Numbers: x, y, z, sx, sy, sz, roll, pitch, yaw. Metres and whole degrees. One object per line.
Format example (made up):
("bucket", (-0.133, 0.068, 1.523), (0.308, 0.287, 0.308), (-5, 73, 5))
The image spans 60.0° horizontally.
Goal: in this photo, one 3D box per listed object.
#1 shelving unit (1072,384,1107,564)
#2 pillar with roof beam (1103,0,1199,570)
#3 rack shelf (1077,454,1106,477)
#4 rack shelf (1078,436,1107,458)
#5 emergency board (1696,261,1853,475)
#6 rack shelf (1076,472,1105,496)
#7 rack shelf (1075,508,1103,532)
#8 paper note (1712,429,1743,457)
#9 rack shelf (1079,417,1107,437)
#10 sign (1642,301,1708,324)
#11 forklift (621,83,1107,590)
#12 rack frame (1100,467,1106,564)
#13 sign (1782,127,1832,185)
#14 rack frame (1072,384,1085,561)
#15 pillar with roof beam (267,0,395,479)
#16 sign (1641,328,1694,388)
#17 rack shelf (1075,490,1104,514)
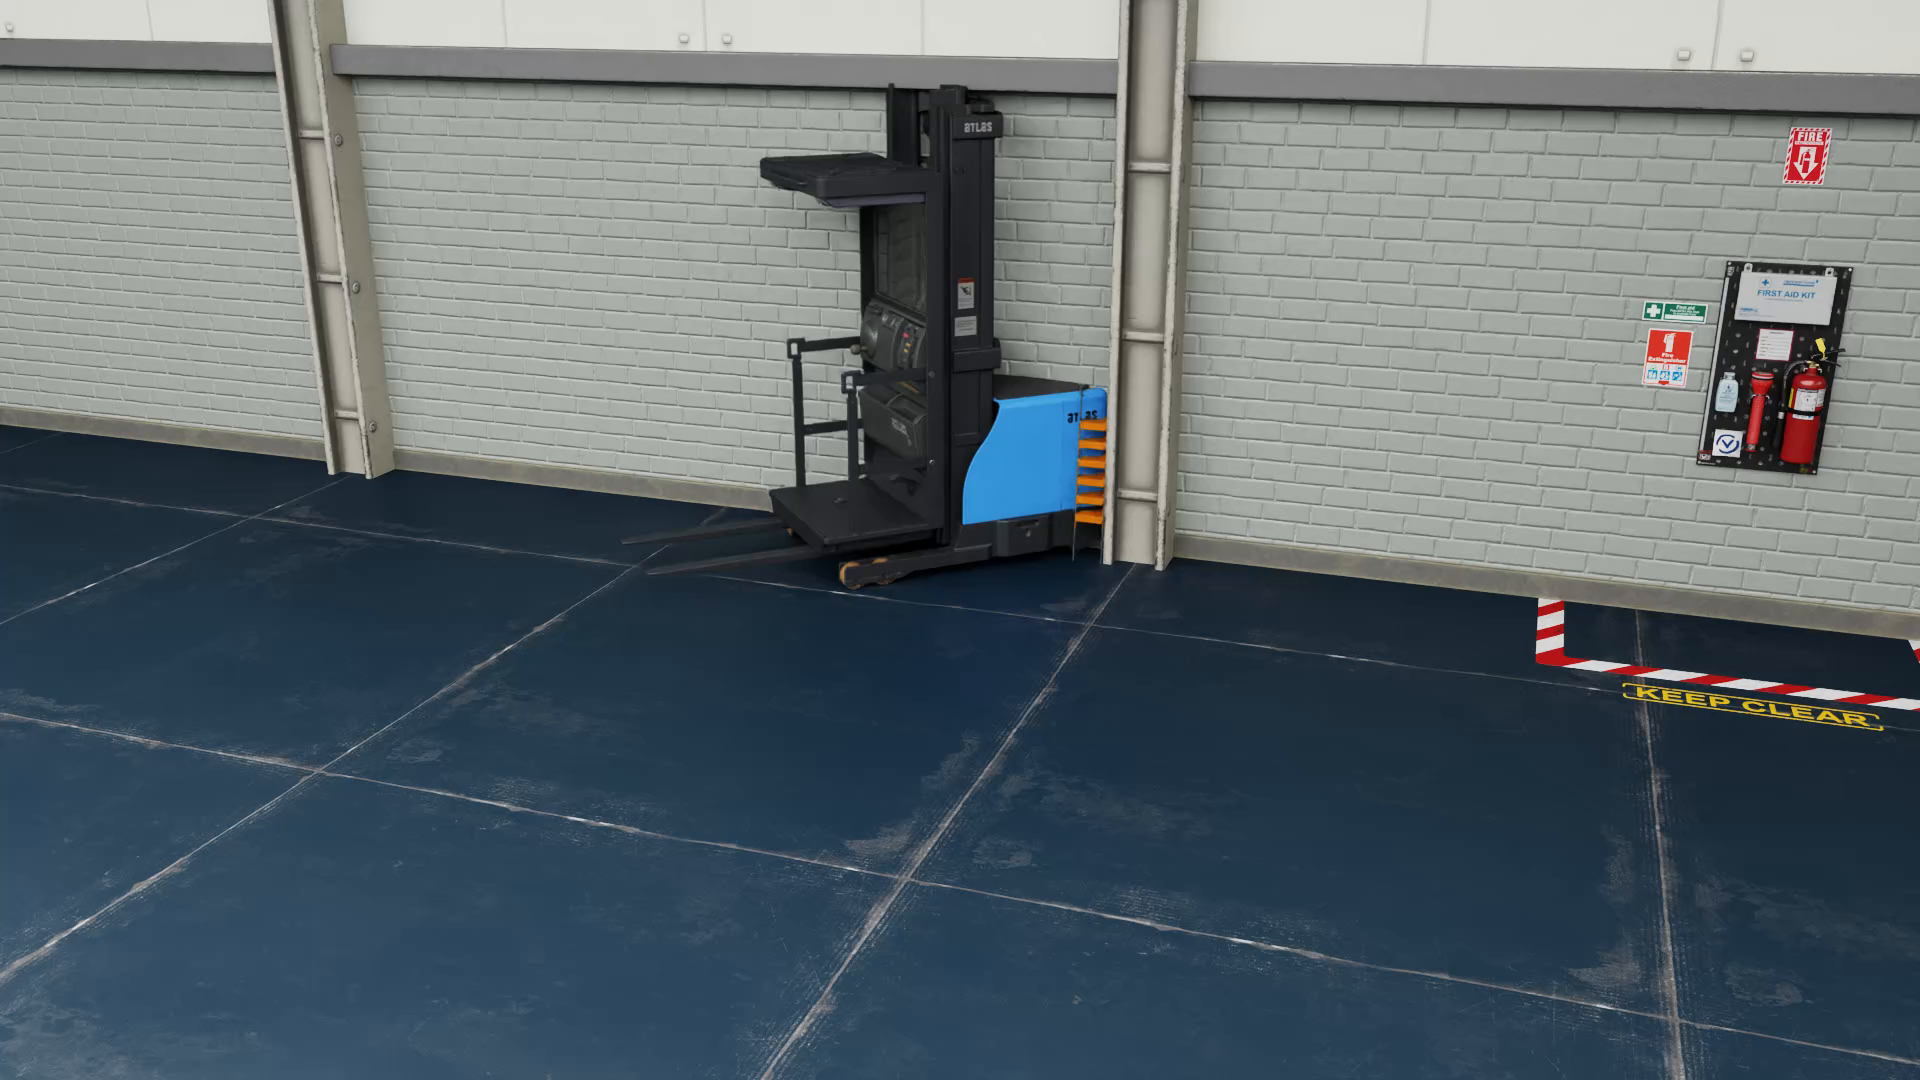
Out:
("shelving unit", (0.869, -0.413, 10.635), (0.189, 1.200, 0.258), (7, 16, 18))
("pillar with roof beam", (-0.262, -2.786, 5.399), (0.400, 9.000, 9.100), (7, 20, 18))
("rack shelf", (0.871, -0.486, 10.615), (0.180, 0.103, 0.258), (7, 16, 18))
("rack shelf", (0.875, -0.602, 10.584), (0.180, 0.103, 0.258), (7, 16, 18))
("emergency board", (4.497, -0.923, 9.166), (0.643, 1.169, 0.194), (7, 20, 18))
("rack shelf", (0.867, -0.370, 10.646), (0.180, 0.103, 0.258), (7, 16, 18))
("rack shelf", (0.860, -0.139, 10.708), (0.180, 0.103, 0.258), (7, 16, 18))
("paper note", (4.352, -0.547, 9.428), (0.142, 0.148, 0.016), (7, 20, 18))
("rack shelf", (0.878, -0.718, 10.553), (0.180, 0.103, 0.258), (7, 16, 18))
("sign", (4.010, -1.278, 9.327), (0.331, 0.109, 0.001), (7, 20, 18))
("forklift", (-0.604, -1.277, 10.286), (3.031, 2.935, 1.130), (-9, 21, -23))
("rack frame", (0.955, -0.403, 10.606), (0.006, 1.200, 0.240), (7, 16, 18))
("sign", (4.522, -2.049, 8.876), (0.199, 0.298, 0.001), (7, 20, 18))
("rack frame", (0.782, -0.424, 10.663), (0.006, 1.200, 0.240), (7, 16, 18))
("pillar with roof beam", (-5.930, -3.435, 7.258), (0.400, 9.000, 9.100), (7, 20, 18))
("sign", (4.008, -1.031, 9.424), (0.234, 0.329, 0.001), (7, 20, 18))
("rack shelf", (0.864, -0.254, 10.677), (0.180, 0.103, 0.258), (7, 16, 18))
